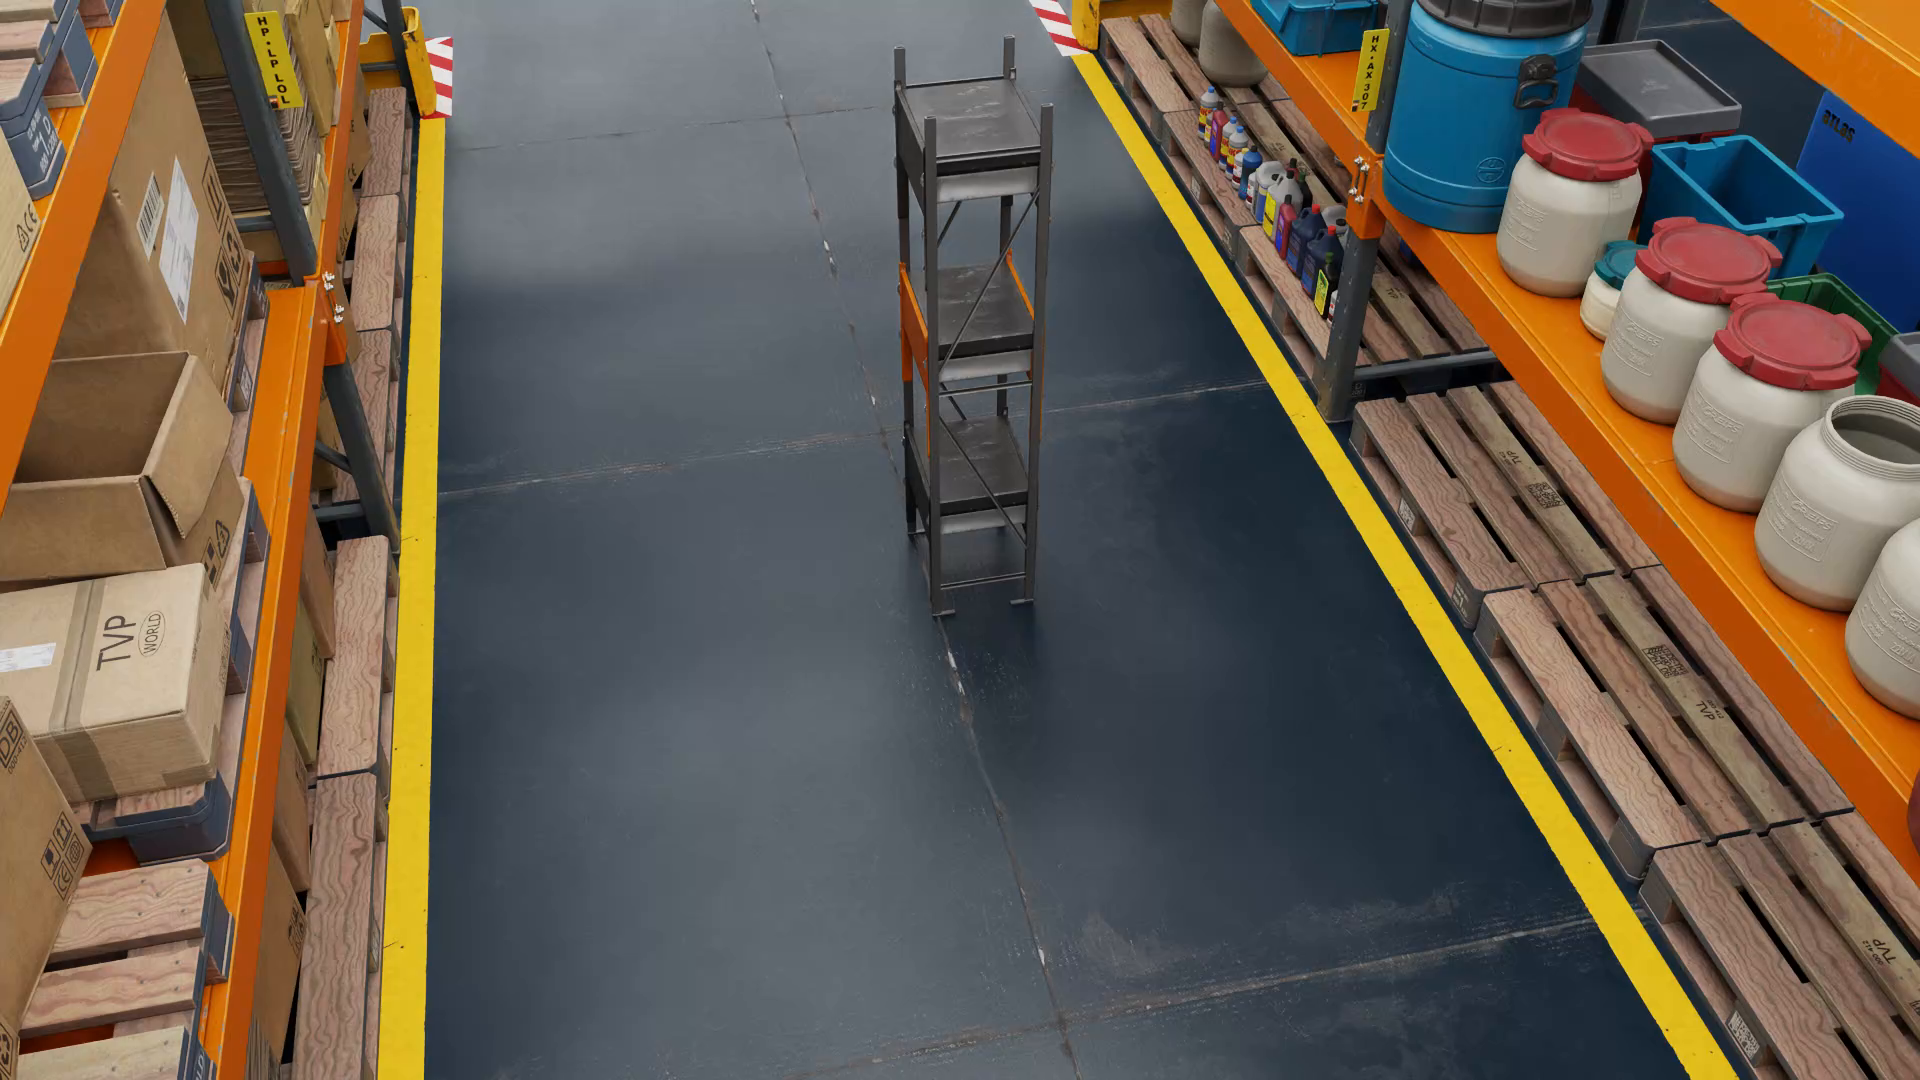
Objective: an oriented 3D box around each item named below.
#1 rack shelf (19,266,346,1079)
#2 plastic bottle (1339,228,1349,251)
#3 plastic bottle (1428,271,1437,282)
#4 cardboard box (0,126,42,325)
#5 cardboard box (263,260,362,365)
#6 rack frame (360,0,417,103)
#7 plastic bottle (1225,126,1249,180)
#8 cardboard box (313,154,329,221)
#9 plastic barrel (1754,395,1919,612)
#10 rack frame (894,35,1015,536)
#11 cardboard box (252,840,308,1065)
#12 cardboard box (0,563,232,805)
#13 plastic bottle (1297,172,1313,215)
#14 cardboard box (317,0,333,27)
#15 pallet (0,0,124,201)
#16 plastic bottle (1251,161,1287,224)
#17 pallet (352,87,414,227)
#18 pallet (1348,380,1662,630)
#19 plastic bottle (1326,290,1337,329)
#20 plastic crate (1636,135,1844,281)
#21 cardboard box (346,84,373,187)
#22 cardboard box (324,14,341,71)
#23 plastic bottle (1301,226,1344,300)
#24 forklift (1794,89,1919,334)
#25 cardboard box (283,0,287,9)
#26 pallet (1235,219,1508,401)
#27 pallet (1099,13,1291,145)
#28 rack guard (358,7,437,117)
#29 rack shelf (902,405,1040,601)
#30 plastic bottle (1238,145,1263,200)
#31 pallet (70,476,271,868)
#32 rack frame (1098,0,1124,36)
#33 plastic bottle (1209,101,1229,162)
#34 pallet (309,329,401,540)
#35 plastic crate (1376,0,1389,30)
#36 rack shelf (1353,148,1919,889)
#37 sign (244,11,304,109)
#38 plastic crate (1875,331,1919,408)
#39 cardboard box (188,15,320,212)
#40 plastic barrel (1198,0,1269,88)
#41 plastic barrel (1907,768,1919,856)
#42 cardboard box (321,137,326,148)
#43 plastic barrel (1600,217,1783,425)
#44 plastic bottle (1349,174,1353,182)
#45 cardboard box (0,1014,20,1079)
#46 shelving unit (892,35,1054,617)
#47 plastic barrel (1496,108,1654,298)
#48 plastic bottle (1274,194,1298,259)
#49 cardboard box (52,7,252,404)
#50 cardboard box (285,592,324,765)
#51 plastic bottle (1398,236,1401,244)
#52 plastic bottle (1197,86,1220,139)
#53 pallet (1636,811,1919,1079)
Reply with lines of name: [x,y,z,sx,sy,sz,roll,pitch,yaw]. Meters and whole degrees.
rack shelf: [-2.317,0.538,4.427,1.077,0.370,4.000,-8,42,-9]
plastic bottle: [1.808,-1.308,7.628,0.144,0.351,0.185,-8,42,-9]
plastic bottle: [2.246,-1.346,7.721,0.061,0.283,0.133,-8,42,-9]
cardboard box: [-1.969,-0.507,2.915,0.500,0.250,0.500,-7,42,-8]
cardboard box: [-2.927,-0.885,7.054,0.500,0.500,0.500,4,42,4]
rack frame: [-3.612,-3.621,8.569,1.000,3.000,0.127,-8,42,-9]
plastic bottle: [1.406,-1.968,8.431,0.097,0.271,0.097,0,42,0]
cardboard box: [-2.543,-1.280,6.122,0.380,0.149,0.250,-8,42,-9]
plastic barrel: [2.429,-0.096,4.514,0.421,0.512,0.421,0,42,0]
rack frame: [-0.017,-0.836,6.110,0.400,2.100,0.015,-8,42,-9]
cardboard box: [-2.311,1.180,4.713,0.700,0.500,0.500,-5,42,-6]
cardboard box: [-2.023,0.345,3.899,0.500,0.250,0.500,-9,42,-10]
plastic bottle: [1.650,-1.628,8.039,0.061,0.283,0.133,-8,42,-9]
cardboard box: [-3.133,-2.446,6.947,0.875,0.500,0.500,-8,42,-9]
pallet: [-2.493,-0.992,3.490,1.213,0.211,1.003,-8,42,-9]
plastic bottle: [1.524,-1.699,8.125,0.152,0.276,0.135,-8,42,-8]
pallet: [-3.455,-1.997,8.841,1.003,0.211,1.213,-8,42,-9]
pallet: [2.295,-0.191,6.806,1.003,0.211,1.213,-8,42,-9]
plastic bottle: [1.705,-1.046,7.446,0.097,0.201,0.097,0,42,0]
plastic crate: [2.629,-1.061,5.698,0.392,0.384,0.575,-8,42,-9]
cardboard box: [-3.331,-2.053,8.370,0.500,0.500,0.500,2,42,2]
cardboard box: [-2.839,-2.087,7.031,0.380,0.149,0.250,-8,42,-9]
plastic bottle: [1.667,-1.288,7.605,0.144,0.351,0.185,-9,42,-10]
forklift: [4.742,-1.520,6.254,1.130,2.935,3.031,-9,42,-10]
cardboard box: [-2.707,-2.202,5.919,0.500,0.500,0.500,-8,42,-9]
pallet: [1.983,-1.136,7.871,1.003,0.211,1.213,-8,42,-9]
pallet: [1.456,-2.718,9.653,1.003,0.211,1.213,-8,42,-9]
rack guard: [-3.596,-2.637,9.344,1.175,0.500,0.348,-8,42,-9]
rack shelf: [0.036,-0.144,6.406,0.431,0.518,0.480,-8,42,-9]
plastic bottle: [1.450,-1.836,8.283,0.097,0.271,0.097,0,42,0]
pallet: [-2.353,0.359,4.230,1.003,0.211,1.213,-8,42,-9]
rack frame: [1.224,-4.330,9.369,1.000,3.000,0.127,-8,42,-9]
plastic bottle: [1.342,-2.110,8.582,0.061,0.283,0.133,-8,42,-9]
pallet: [-2.928,-0.415,7.059,1.003,0.211,1.213,-8,42,-9]
plastic crate: [2.098,-2.072,6.871,0.767,0.338,0.504,-8,42,-9]
rack shelf: [2.519,-0.172,5.226,1.077,0.370,4.000,-8,42,-9]
sign: [-2.208,-1.543,5.356,0.100,0.325,0.005,-8,42,-9]
plastic crate: [2.901,-0.260,4.735,0.402,0.464,0.583,-8,42,-9]
cardboard box: [-2.786,-1.477,5.855,0.875,0.500,0.500,-8,42,-9]
plastic barrel: [1.549,-2.817,9.221,0.421,0.512,0.421,0,42,0]
plastic barrel: [2.555,0.547,3.772,0.600,0.536,0.708,-8,42,-9]
cardboard box: [-2.687,-1.599,6.481,0.380,0.149,0.250,-8,42,-9]
plastic barrel: [2.238,-0.661,5.133,0.433,0.535,0.433,0,42,0]
plastic bottle: [2.037,-1.911,8.420,0.097,0.201,0.097,0,42,0]
cardboard box: [-2.041,1.026,2.943,0.500,0.500,0.500,-13,43,-15]
shelving unit: [0.036,-0.678,5.932,0.431,2.100,0.503,-8,42,-9]
plastic barrel: [2.080,-1.137,5.669,0.433,0.535,0.433,0,42,0]
plastic bottle: [1.549,-1.486,7.880,0.061,0.283,0.133,-6,42,-6]
cardboard box: [-2.714,-0.874,4.707,1.000,1.000,1.000,-8,42,-9]
cardboard box: [-2.553,0.455,5.529,0.700,0.500,0.500,-9,42,-10]
plastic bottle: [2.169,-1.541,7.950,0.097,0.271,0.097,0,42,0]
plastic bottle: [1.311,-2.255,8.754,0.097,0.271,0.097,0,42,0]
pallet: [2.821,1.390,5.025,1.003,0.211,1.213,-8,42,-9]
